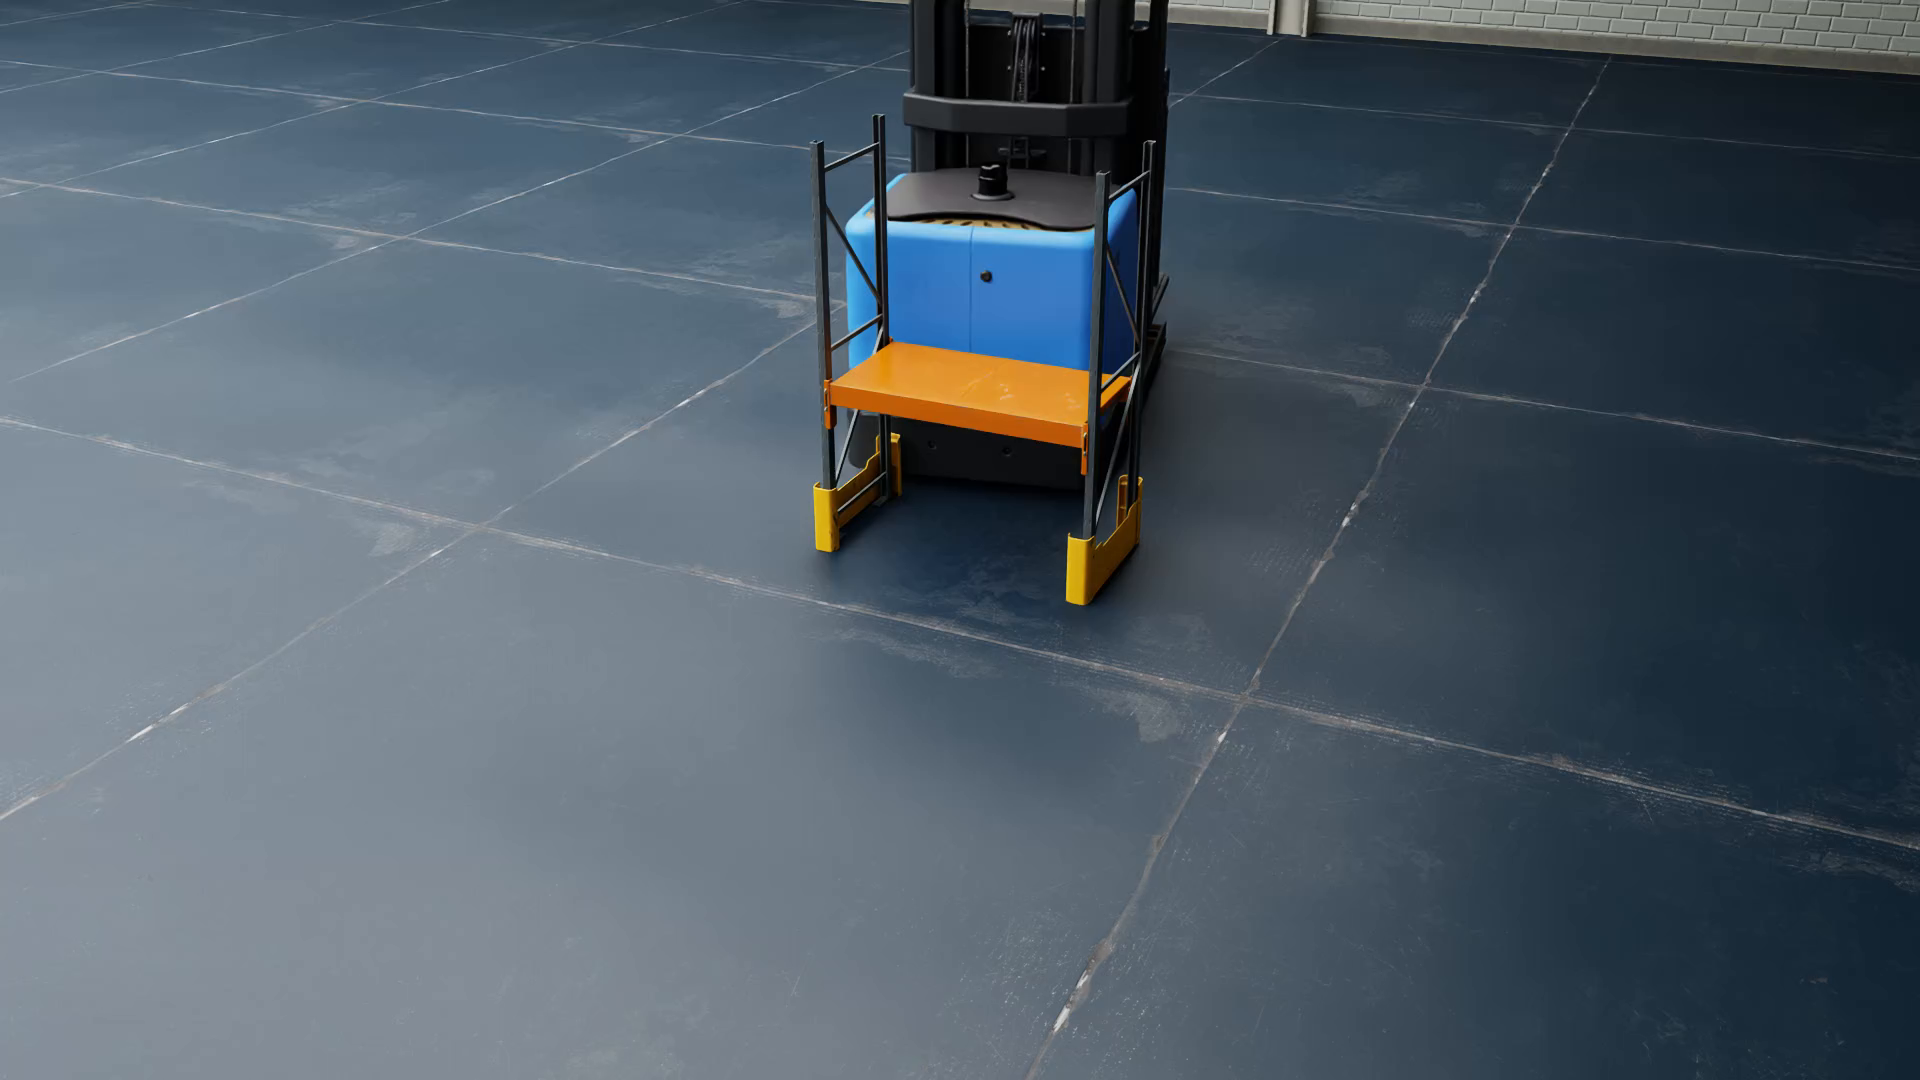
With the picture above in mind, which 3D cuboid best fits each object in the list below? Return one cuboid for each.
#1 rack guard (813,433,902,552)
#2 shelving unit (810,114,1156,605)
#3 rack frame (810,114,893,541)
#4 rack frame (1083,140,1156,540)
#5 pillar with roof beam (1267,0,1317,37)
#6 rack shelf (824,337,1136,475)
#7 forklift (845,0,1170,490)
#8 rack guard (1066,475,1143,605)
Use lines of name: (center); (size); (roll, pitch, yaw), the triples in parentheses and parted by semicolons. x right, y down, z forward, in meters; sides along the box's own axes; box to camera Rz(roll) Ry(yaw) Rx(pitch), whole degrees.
rack guard: (-0.384, -0.189, 6.351); (0.087, 0.250, 0.587); (11, 28, 22)
shelving unit: (0.069, -0.659, 5.890); (1.083, 1.500, 0.587); (11, 28, 22)
rack frame: (-0.385, -0.750, 6.076); (0.032, 1.500, 0.500); (11, 28, 22)
rack frame: (0.540, -0.564, 5.698); (0.032, 1.500, 0.500); (11, 28, 22)
pillar with roof beam: (1.481, -7.310, 10.910); (0.400, 9.000, 9.100); (11, 28, 22)
rack shelf: (0.078, -0.496, 5.966); (1.000, 0.185, 0.538); (11, 28, 22)
forklift: (0.381, -2.140, 7.278); (1.130, 2.935, 3.031); (6, 27, 12)
rack guard: (0.523, -0.007, 5.982); (0.087, 0.250, 0.587); (11, 28, 22)
